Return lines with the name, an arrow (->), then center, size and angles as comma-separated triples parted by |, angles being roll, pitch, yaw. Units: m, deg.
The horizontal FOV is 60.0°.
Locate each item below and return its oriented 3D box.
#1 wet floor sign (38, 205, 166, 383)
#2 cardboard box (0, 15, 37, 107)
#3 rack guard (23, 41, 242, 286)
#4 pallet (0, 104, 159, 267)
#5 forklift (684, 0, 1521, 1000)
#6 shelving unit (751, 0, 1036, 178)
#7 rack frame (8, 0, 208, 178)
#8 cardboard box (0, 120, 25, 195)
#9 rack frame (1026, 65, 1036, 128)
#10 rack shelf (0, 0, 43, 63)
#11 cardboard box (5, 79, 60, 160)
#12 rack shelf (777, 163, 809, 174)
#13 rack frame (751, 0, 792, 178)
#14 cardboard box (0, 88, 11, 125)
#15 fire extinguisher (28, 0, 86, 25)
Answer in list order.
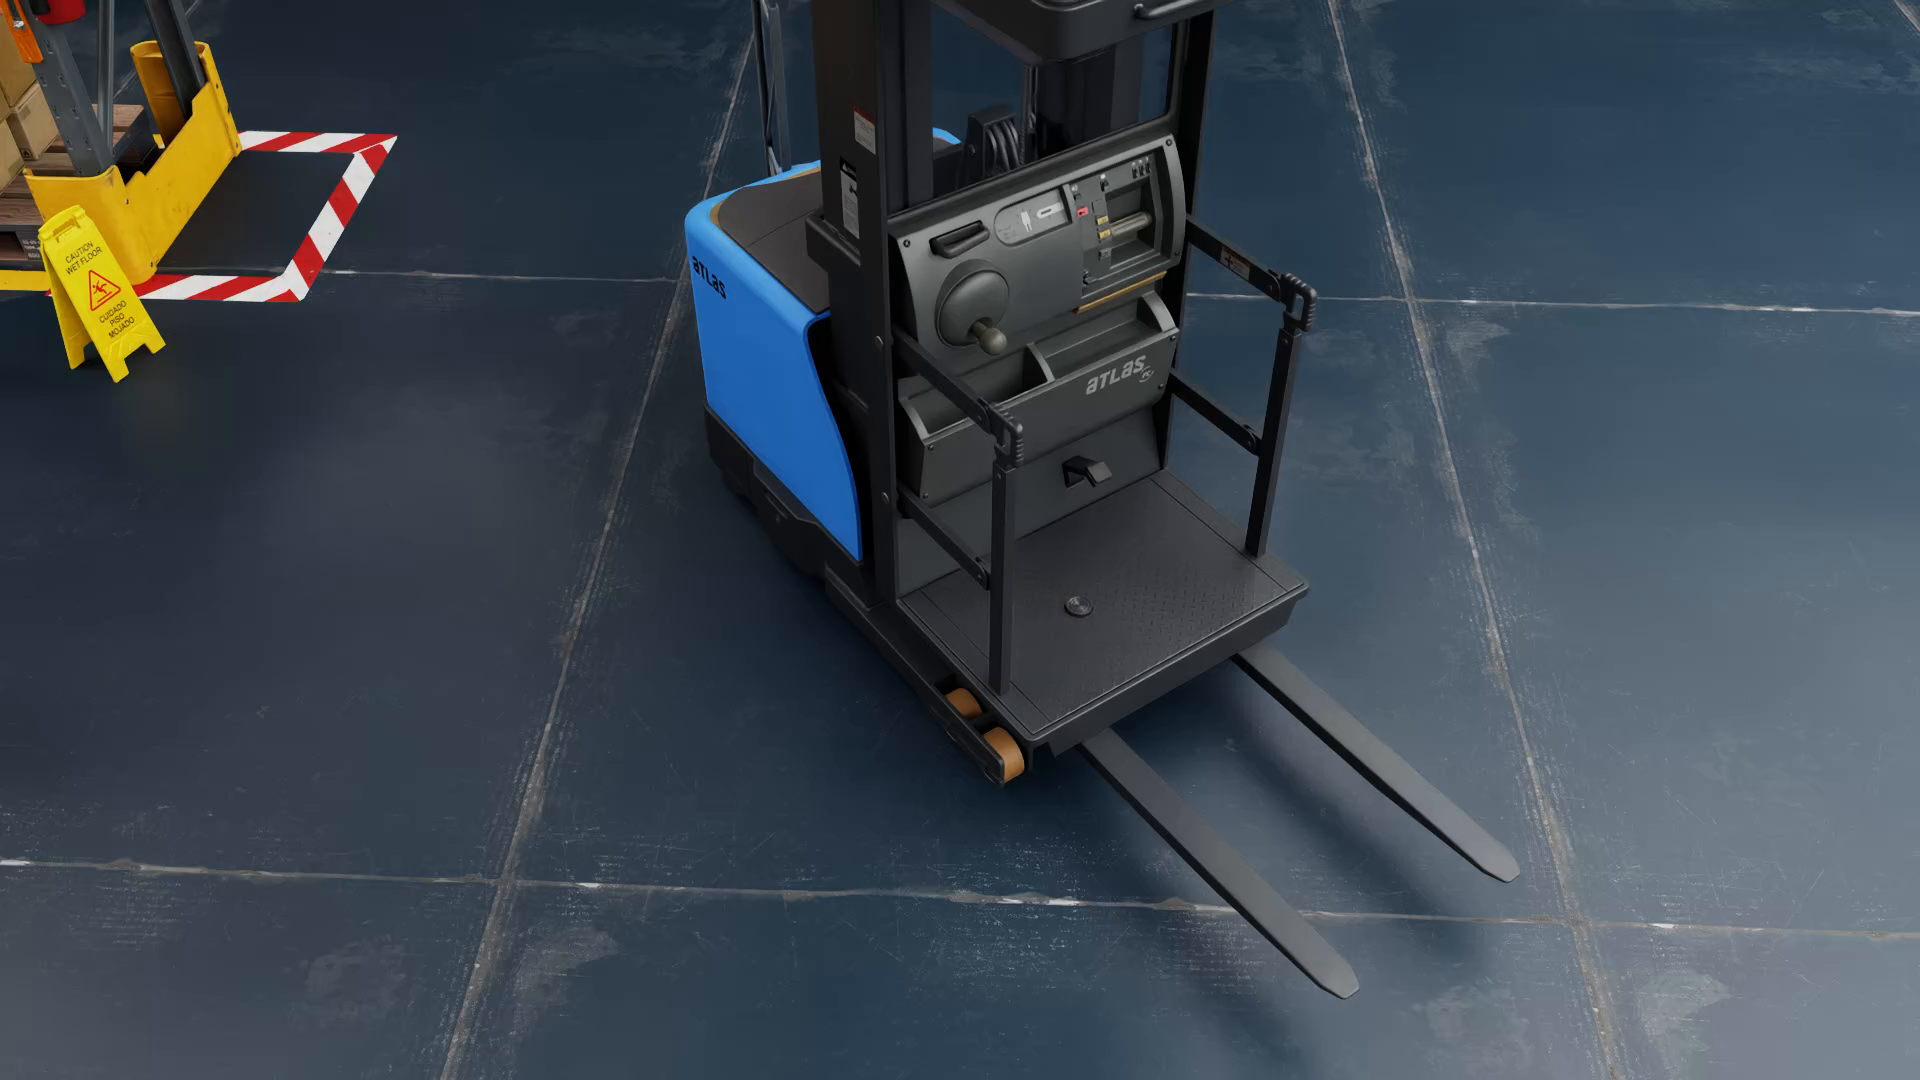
wet floor sign -> -3.299, -0.953, 6.300 | 0.232, 0.644, 0.267 | 16, 45, 16
cardboard box -> -4.258, -2.184, 7.053 | 0.500, 0.500, 0.500 | 0, 43, 0
rack guard -> -3.516, -1.637, 7.140 | 0.348, 0.500, 1.175 | 2, 43, 2
pallet -> -4.326, -1.580, 7.291 | 1.213, 0.211, 1.003 | 2, 43, 2
forklift -> 0.361, -0.726, 4.379 | 1.130, 2.935, 3.031 | -26, 49, -25
shelving unit -> -0.167, -1.409, 6.155 | 1.048, 1.500, 0.538 | -10, 43, -10
rack frame -> -3.440, -2.549, 6.286 | 0.127, 3.000, 1.000 | 2, 43, 2
cardboard box -> -4.284, -1.539, 6.910 | 0.500, 0.250, 0.500 | 2, 43, 2
rack frame -> 0.326, -1.494, 6.247 | 0.032, 1.500, 0.500 | -10, 43, -10
rack shelf -> -5.438, -2.347, 6.597 | 4.000, 0.370, 1.077 | 2, 43, 2
cardboard box -> -4.234, -1.910, 7.308 | 0.500, 0.250, 0.500 | 1, 43, 2
rack shelf -> -0.166, -1.275, 6.276 | 1.000, 0.185, 0.538 | -10, 43, -10
rack frame -> -0.659, -1.324, 6.064 | 0.032, 1.500, 0.500 | -10, 43, -10
cardboard box -> -4.253, -1.818, 6.660 | 0.500, 0.500, 0.500 | 2, 43, 2
fire extinguisher -> -3.347, -2.203, 5.971 | 0.183, 0.674, 0.296 | 2, 43, 2
